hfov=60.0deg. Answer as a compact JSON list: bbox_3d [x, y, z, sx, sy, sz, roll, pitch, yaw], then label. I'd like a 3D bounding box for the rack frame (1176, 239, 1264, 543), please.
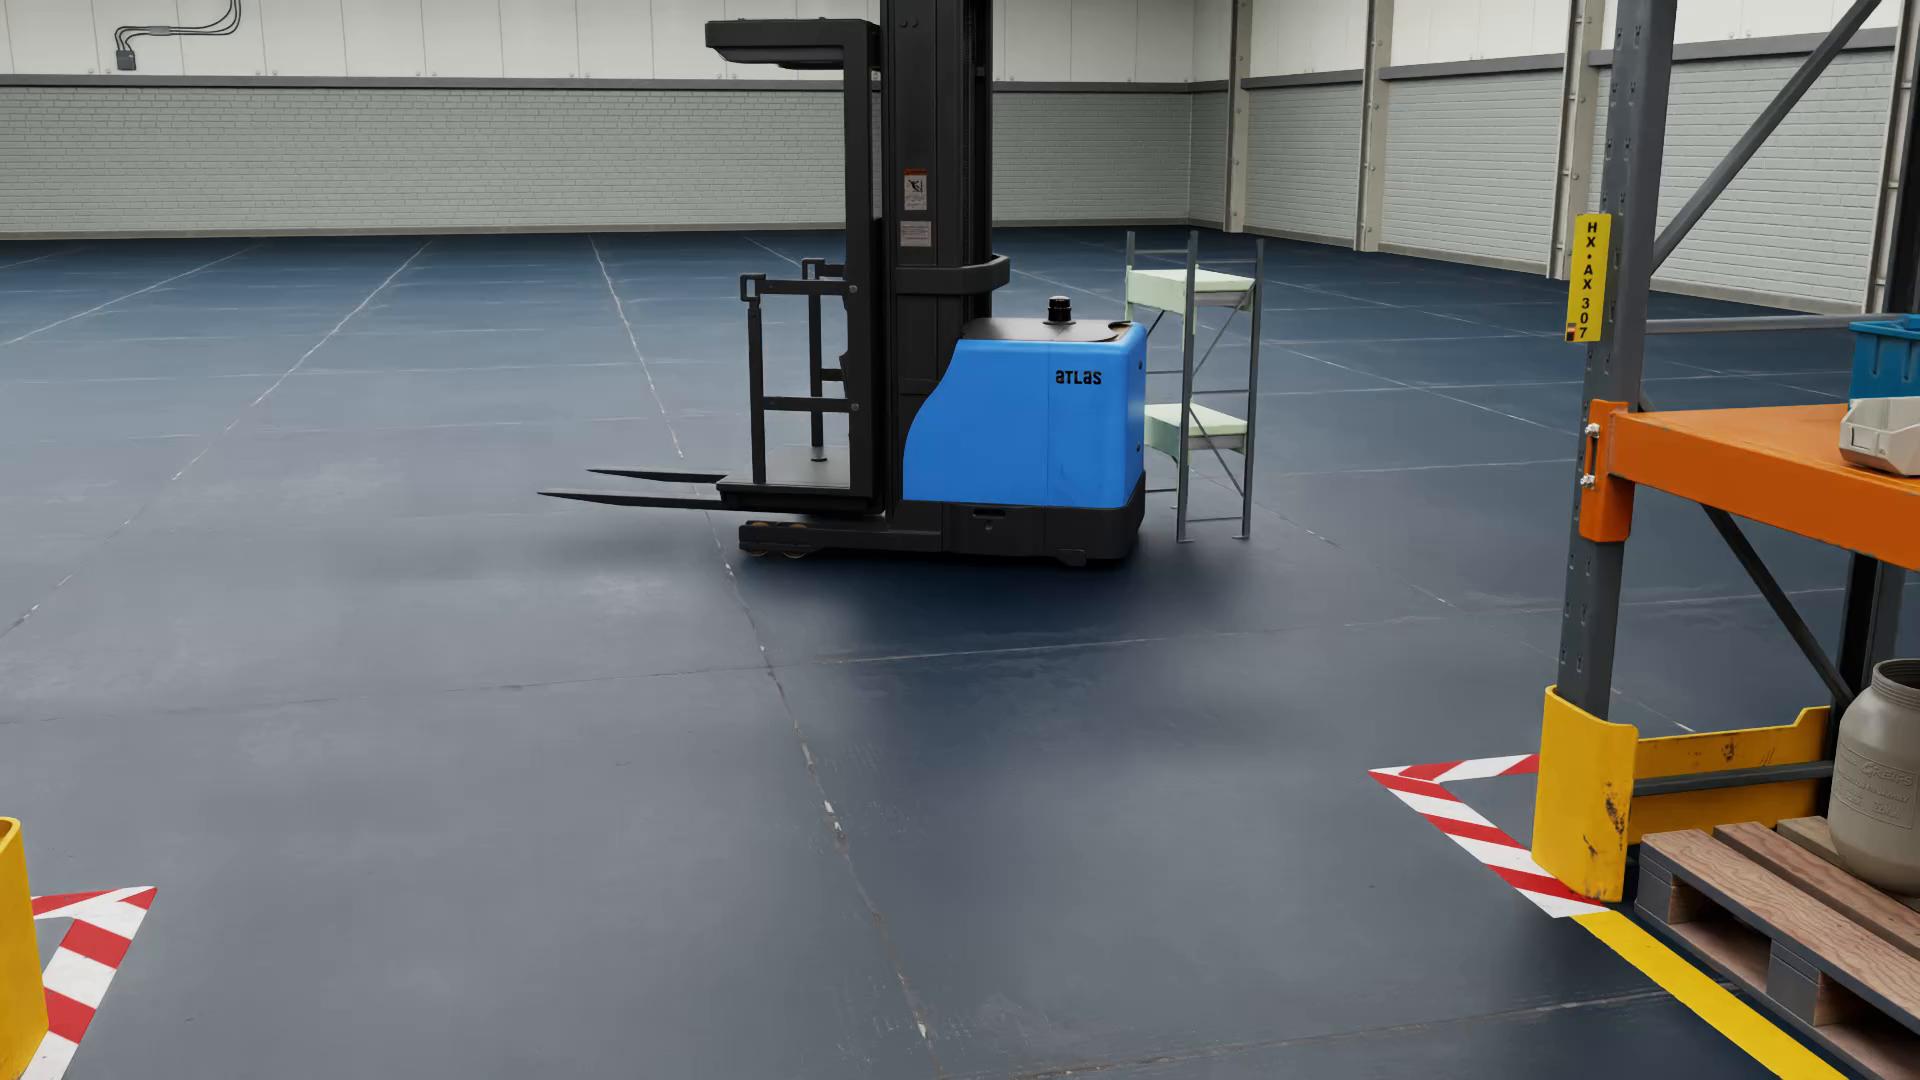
[{"bbox_3d":[1.288,-0.730,8.246,0.400,1.500,0.023,-4,14,-18],"label":"rack frame"}]

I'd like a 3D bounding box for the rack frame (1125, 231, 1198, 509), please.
[{"bbox_3d":[1.062,-0.895,8.922,0.400,1.500,0.023,-4,14,-18],"label":"rack frame"}]

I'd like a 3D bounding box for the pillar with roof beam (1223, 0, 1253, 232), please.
[{"bbox_3d":[1.559,-10.604,32.870,9.100,9.000,0.400,-3,14,-13],"label":"pillar with roof beam"}]

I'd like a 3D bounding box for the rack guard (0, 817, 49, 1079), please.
[{"bbox_3d":[-2.642,0.938,3.535,1.175,0.500,0.348,-3,14,-13],"label":"rack guard"}]

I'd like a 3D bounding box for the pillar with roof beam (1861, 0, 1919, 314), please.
[{"bbox_3d":[5.787,-6.452,15.873,9.100,9.000,0.400,-3,14,-13],"label":"pillar with roof beam"}]

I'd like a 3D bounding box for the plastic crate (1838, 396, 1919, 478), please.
[{"bbox_3d":[2.052,-0.217,3.552,0.298,0.136,0.250,-3,14,-13],"label":"plastic crate"}]

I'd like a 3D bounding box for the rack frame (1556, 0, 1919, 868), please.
[{"bbox_3d":[2.154,-0.570,4.440,1.000,3.000,0.127,-3,14,-13],"label":"rack frame"}]

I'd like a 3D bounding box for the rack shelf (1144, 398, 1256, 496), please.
[{"bbox_3d":[1.173,-0.496,8.661,0.431,0.370,0.720,-4,14,-18],"label":"rack shelf"}]

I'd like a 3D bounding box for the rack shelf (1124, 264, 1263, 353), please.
[{"bbox_3d":[1.178,-1.192,8.493,0.431,0.370,0.720,-4,14,-18],"label":"rack shelf"}]

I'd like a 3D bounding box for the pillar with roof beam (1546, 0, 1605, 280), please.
[{"bbox_3d":[4.378,-7.836,21.539,9.100,9.000,0.400,-3,14,-13],"label":"pillar with roof beam"}]

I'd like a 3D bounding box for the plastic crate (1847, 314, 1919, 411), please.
[{"bbox_3d":[2.563,-0.399,4.053,0.499,0.251,0.616,-3,14,-13],"label":"plastic crate"}]

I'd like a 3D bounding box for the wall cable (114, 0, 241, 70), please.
[{"bbox_3d":[-15.050,-12.019,31.496,2.305,6.003,0.169,-3,14,-13],"label":"wall cable"}]

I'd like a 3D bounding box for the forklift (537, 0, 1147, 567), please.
[{"bbox_3d":[-0.611,-1.454,8.202,3.031,2.935,1.130,3,14,11],"label":"forklift"}]

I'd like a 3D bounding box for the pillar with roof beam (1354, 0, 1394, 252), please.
[{"bbox_3d":[2.968,-9.220,27.204,9.100,9.000,0.400,-3,14,-13],"label":"pillar with roof beam"}]

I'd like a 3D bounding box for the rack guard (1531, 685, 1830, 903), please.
[{"bbox_3d":[2.218,0.659,4.675,1.175,0.500,0.348,-3,14,-13],"label":"rack guard"}]

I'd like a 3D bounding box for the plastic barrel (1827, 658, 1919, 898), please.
[{"bbox_3d":[2.383,0.582,4.081,0.421,0.512,0.421,0,14,0],"label":"plastic barrel"}]

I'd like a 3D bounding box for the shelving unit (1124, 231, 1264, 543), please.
[{"bbox_3d":[1.175,-0.812,8.584,0.431,1.500,0.755,-4,14,-18],"label":"shelving unit"}]

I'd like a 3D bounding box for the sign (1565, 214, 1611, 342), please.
[{"bbox_3d":[1.619,-0.675,4.285,0.100,0.325,0.005,-3,14,-13],"label":"sign"}]

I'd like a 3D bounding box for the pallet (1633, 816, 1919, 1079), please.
[{"bbox_3d":[2.404,0.987,3.941,1.003,0.211,1.213,-3,14,-13],"label":"pallet"}]

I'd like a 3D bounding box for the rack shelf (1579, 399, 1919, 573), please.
[{"bbox_3d":[2.624,0.241,2.636,1.077,0.370,4.000,-3,14,-13],"label":"rack shelf"}]
